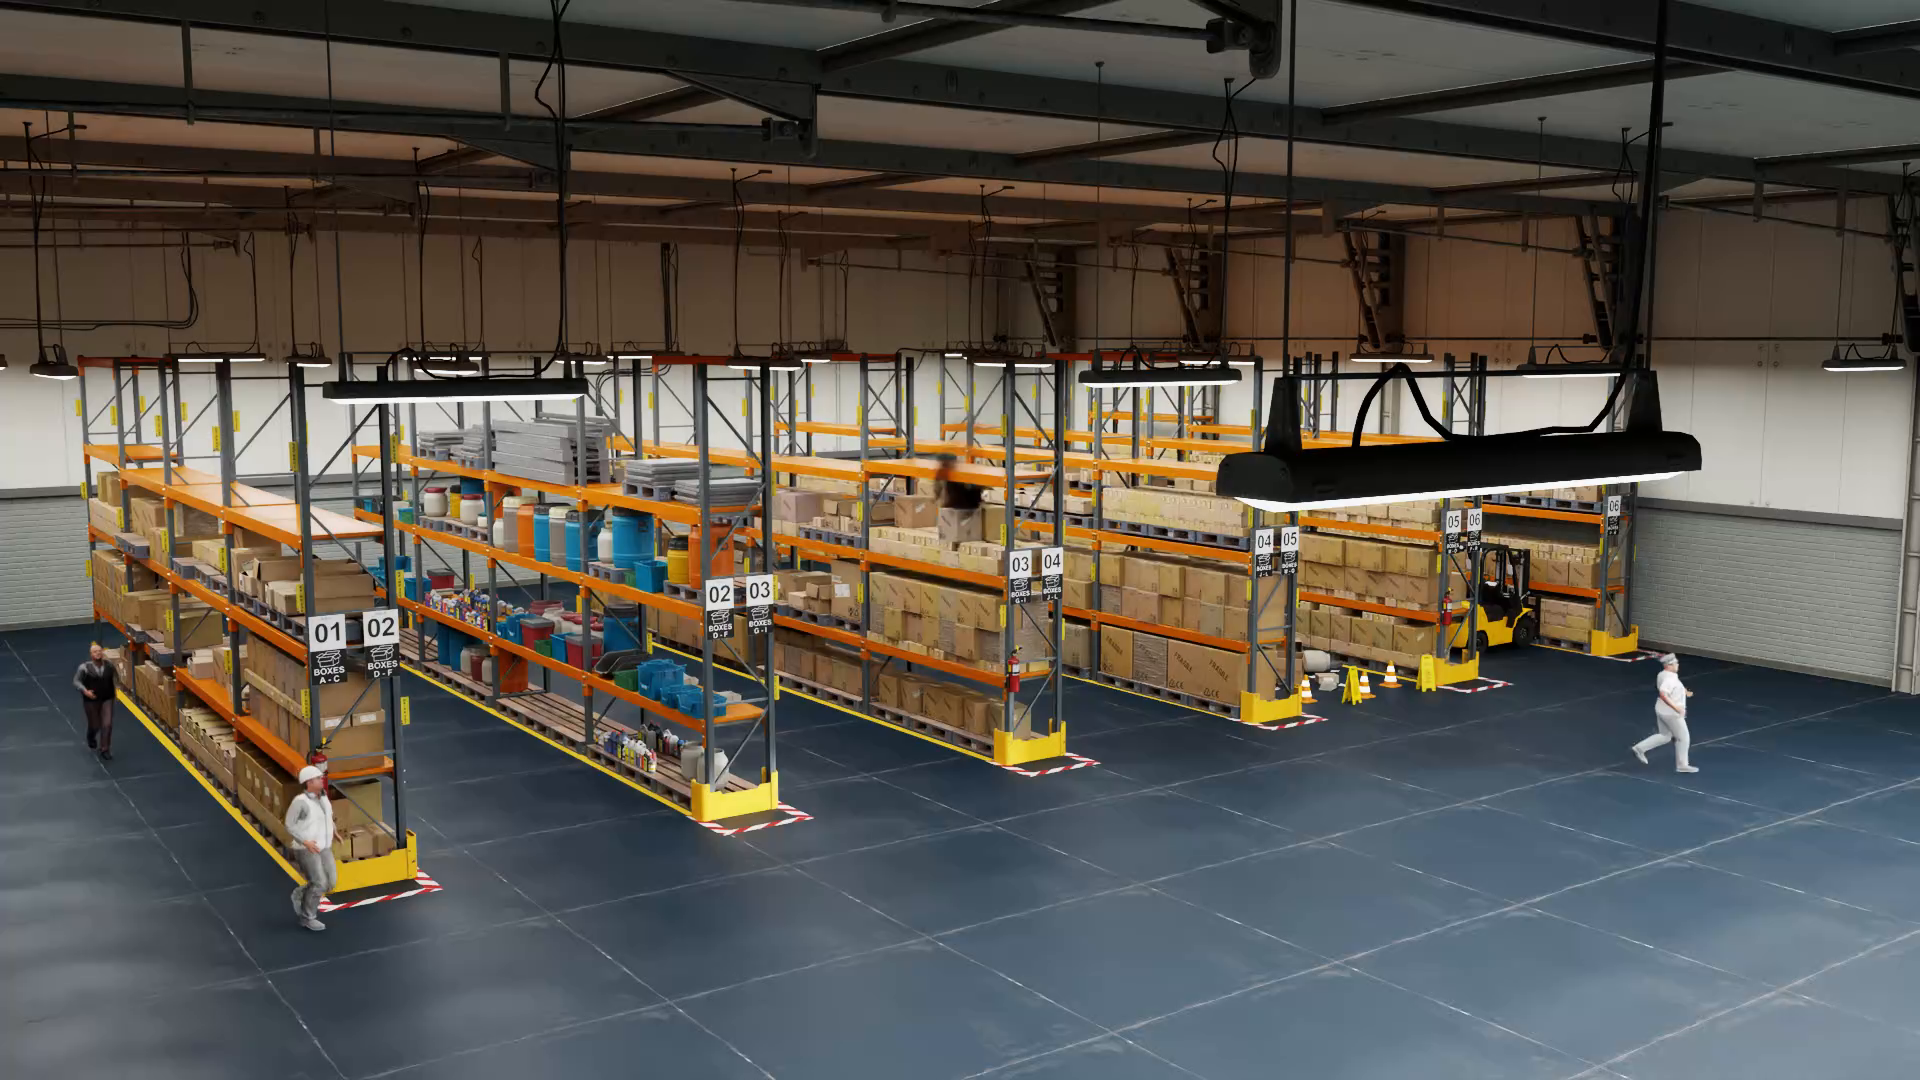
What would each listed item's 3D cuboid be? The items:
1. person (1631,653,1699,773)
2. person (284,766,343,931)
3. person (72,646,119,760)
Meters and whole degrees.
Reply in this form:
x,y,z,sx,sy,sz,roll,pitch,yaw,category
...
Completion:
x,y,z,sx,sy,sz,roll,pitch,yaw,category
10.353,2.512,24.279,0.901,1.752,0.674,1,7,5,person
-7.012,3.309,18.010,0.536,1.728,0.717,2,7,14,person
-13.074,2.442,25.223,0.665,1.713,0.821,-6,9,-39,person
